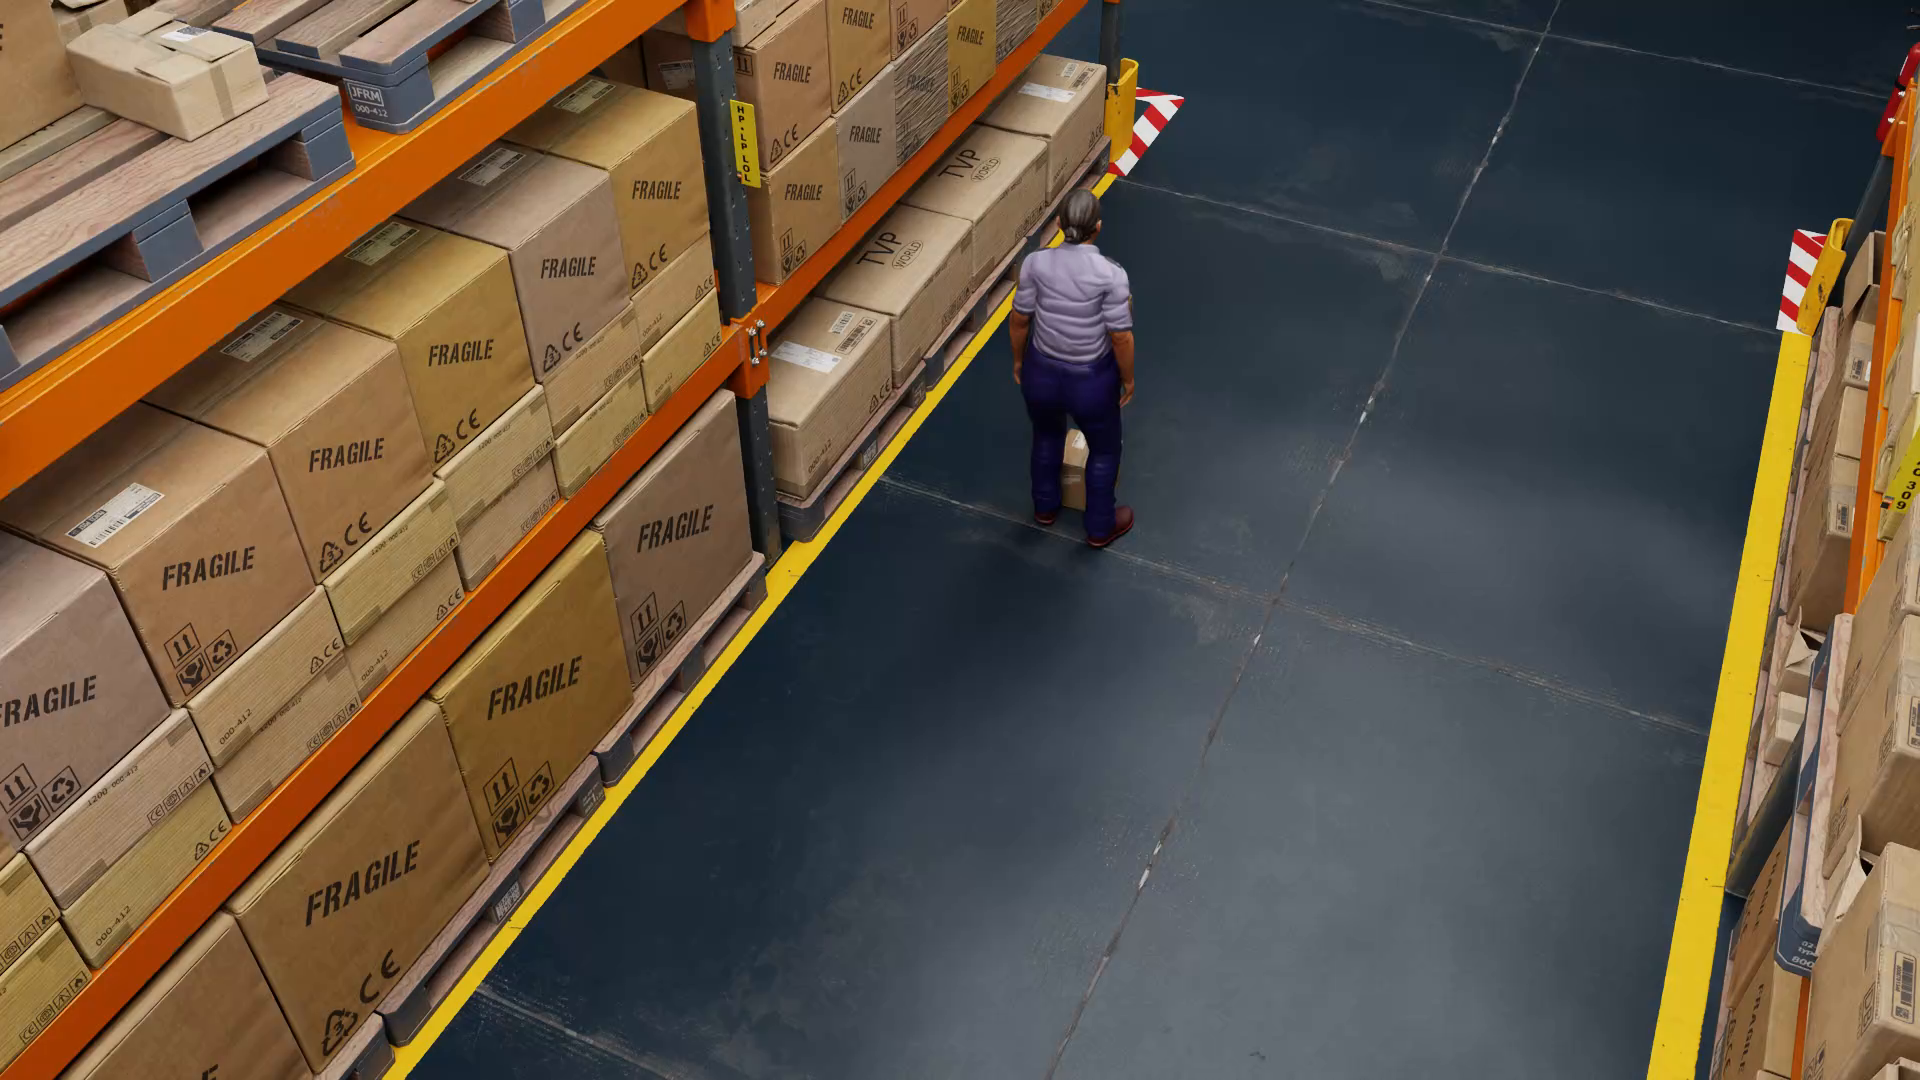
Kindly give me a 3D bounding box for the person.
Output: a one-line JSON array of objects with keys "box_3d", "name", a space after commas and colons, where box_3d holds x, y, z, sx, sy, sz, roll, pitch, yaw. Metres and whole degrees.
[{"box_3d": [0.488, -0.700, 6.937, 0.563, 1.651, 0.425, 15, 44, 16], "name": "person"}]
